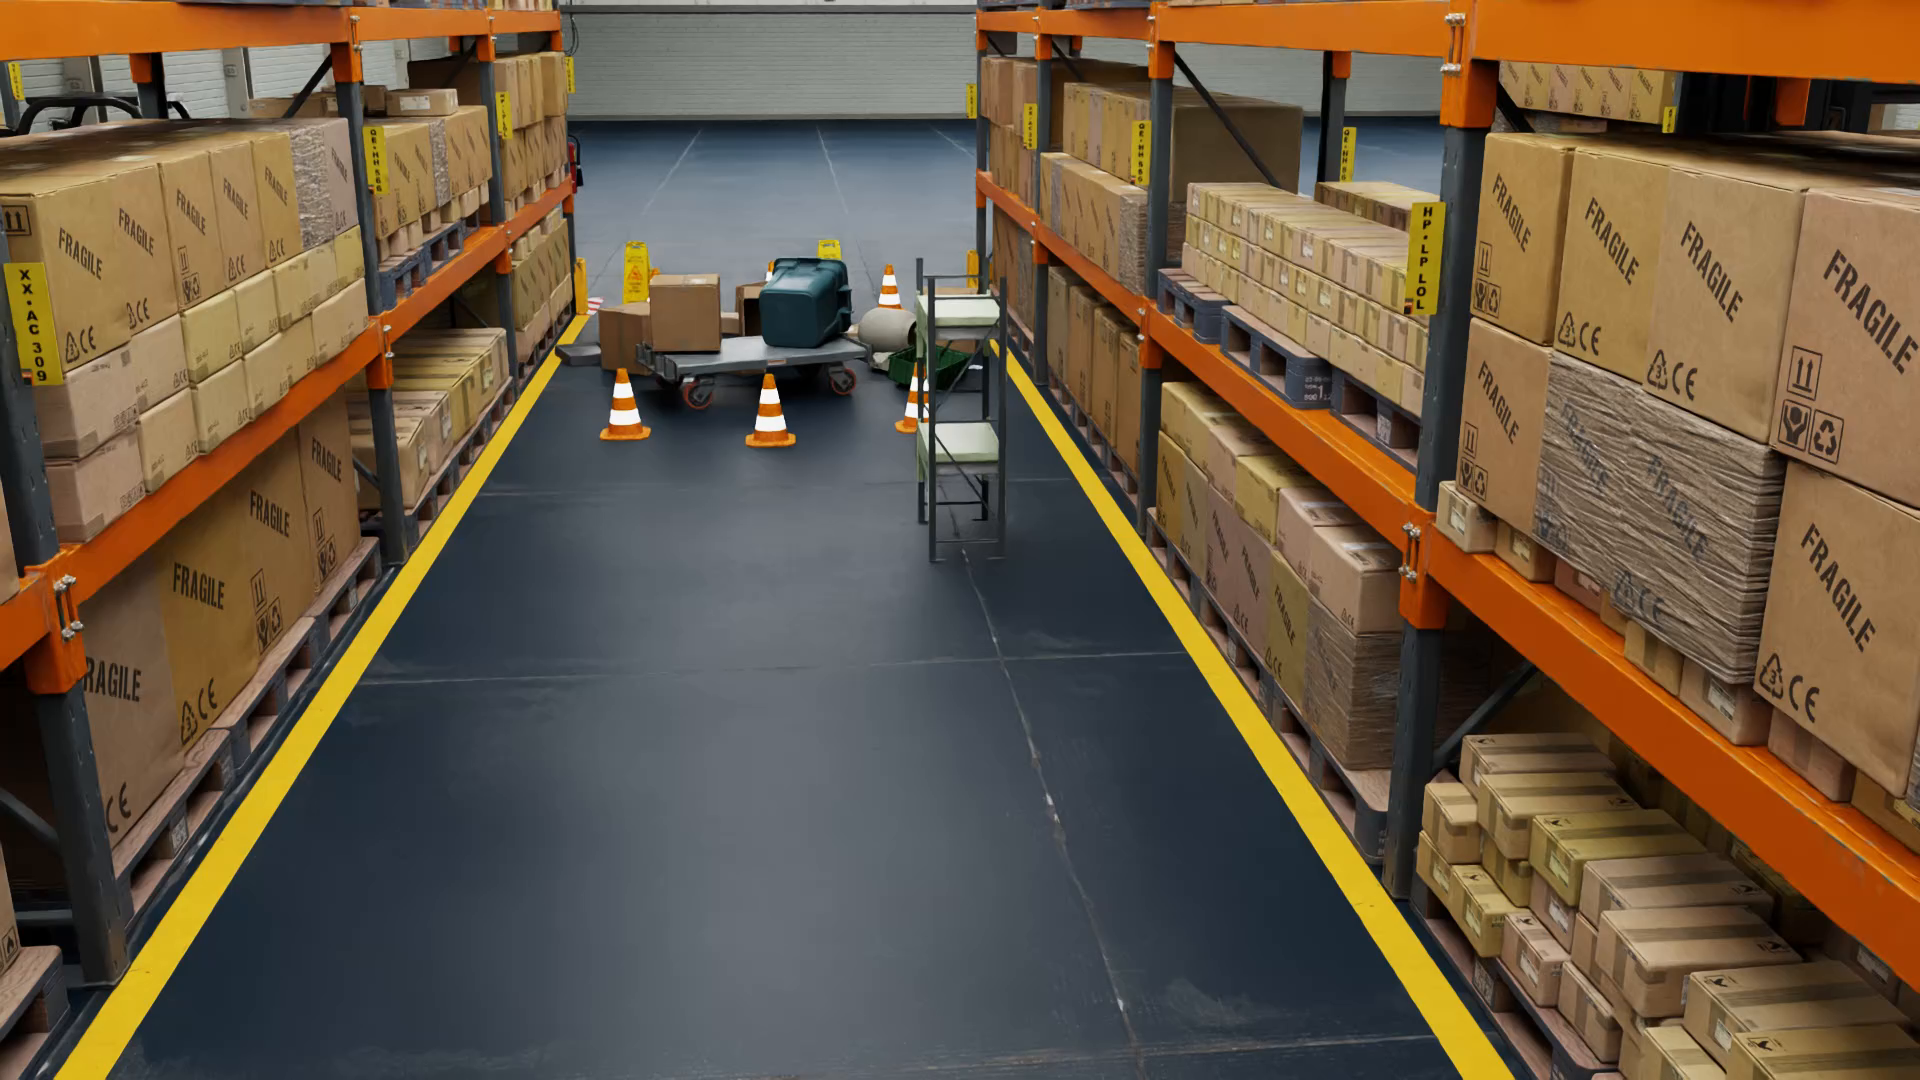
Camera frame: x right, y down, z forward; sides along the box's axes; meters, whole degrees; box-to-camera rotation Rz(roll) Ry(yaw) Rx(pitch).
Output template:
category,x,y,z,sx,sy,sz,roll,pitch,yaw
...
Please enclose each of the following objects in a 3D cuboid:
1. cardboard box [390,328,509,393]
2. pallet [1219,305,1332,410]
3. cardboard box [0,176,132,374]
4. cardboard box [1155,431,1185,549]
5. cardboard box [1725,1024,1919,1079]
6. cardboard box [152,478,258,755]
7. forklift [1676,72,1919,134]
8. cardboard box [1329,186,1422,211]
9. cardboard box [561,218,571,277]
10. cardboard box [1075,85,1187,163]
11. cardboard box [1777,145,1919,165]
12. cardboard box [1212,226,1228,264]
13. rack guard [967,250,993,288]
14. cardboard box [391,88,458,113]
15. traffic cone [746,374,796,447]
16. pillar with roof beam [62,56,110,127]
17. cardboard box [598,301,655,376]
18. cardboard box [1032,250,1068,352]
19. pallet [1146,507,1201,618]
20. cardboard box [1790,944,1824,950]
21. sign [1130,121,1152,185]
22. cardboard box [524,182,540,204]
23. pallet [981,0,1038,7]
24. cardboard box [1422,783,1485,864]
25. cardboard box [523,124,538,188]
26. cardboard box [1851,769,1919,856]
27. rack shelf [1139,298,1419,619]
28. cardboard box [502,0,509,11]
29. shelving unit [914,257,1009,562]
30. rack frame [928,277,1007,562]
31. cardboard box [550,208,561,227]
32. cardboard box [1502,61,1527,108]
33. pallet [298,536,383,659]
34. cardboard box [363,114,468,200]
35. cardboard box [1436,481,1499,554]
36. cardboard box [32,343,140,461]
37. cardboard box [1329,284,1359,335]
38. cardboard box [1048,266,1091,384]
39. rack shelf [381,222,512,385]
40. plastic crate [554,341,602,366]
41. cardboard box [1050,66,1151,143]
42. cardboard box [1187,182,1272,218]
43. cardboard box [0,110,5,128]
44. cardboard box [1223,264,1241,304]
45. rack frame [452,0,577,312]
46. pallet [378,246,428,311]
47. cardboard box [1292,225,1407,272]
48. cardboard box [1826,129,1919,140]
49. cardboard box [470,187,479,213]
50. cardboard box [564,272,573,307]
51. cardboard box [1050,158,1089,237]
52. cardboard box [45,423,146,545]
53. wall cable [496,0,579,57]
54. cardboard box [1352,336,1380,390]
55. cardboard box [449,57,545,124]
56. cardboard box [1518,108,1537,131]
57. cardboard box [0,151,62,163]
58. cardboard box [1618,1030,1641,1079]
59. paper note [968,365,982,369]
category,x,y,z,sx,sy,sz,roll,pitch,yaw
cardboard box,-3.777,-1.276,11.920,0.950,0.372,0.625,-2,17,-5
pallet,1.737,-0.797,7.028,1.003,0.211,1.213,-2,18,-6
cardboard box,-2.768,-0.767,4.776,0.500,0.500,0.500,-2,17,-5
cardboard box,1.312,-0.266,8.489,0.500,0.500,0.500,-3,18,-8
cardboard box,1.870,1.166,3.520,0.380,0.149,0.250,-2,18,-5
cardboard box,-3.253,0.260,6.187,0.875,0.875,0.875,-1,17,-4
forklift,4.886,-1.640,9.507,3.031,2.935,1.130,-3,18,-9
cardboard box,2.023,-1.635,8.101,0.380,0.149,0.250,-2,18,-6
cardboard box,-3.904,-2.693,15.385,0.500,0.500,0.500,-2,18,-5
cardboard box,1.192,-2.893,11.547,0.700,0.500,0.500,-2,18,-7
cardboard box,2.281,-0.666,3.959,0.500,0.500,0.500,-2,18,-7
cardboard box,1.403,-1.389,7.815,0.380,0.149,0.250,-2,18,-7
rack guard,0.665,-2.675,16.863,1.175,0.500,0.348,-2,18,-6
cardboard box,-3.477,-2.850,10.799,0.380,0.149,0.250,-2,18,-7
traffic cone,-1.288,-0.894,11.251,0.336,0.463,0.334,-2,18,-6
pillar with roof beam,-6.344,-8.071,19.860,9.100,9.000,0.400,-2,18,-6
cardboard box,-2.590,-1.656,13.612,0.500,0.500,0.500,11,21,32
cardboard box,1.085,-2.045,13.529,0.875,0.875,0.875,-2,17,-5
pallet,1.572,0.086,8.550,1.003,0.211,1.213,-2,18,-6
cardboard box,2.267,1.054,4.374,0.380,0.149,0.250,-2,18,-5
sign,0.941,-2.011,8.643,0.100,0.325,0.005,-2,18,-6
cardboard box,-3.669,-2.851,13.670,0.380,0.149,0.250,-2,18,-5
pallet,0.754,-5.029,15.327,1.003,0.211,1.213,-2,18,-6
cardboard box,1.624,0.851,5.022,0.380,0.149,0.250,-1,17,-3
cardboard box,-3.715,-3.114,13.424,0.500,0.500,0.500,-2,18,-6
cardboard box,1.914,0.473,3.082,0.380,0.149,0.250,-1,17,-5
rack shelf,1.699,-0.538,7.084,1.077,0.370,4.000,-2,18,-6
cardboard box,-3.731,-4.203,12.970,0.380,0.149,0.250,-2,18,-7
shelving unit,-0.001,-0.718,8.959,0.431,1.500,0.755,-2,18,-6
rack frame,0.037,-0.609,8.611,0.400,1.500,0.023,-2,18,-6
cardboard box,-3.799,-2.895,14.946,0.380,0.149,0.250,-1,17,-4
cardboard box,5.441,-4.329,15.625,0.500,0.500,0.500,-2,18,-6
pallet,-3.414,0.274,7.953,1.003,0.211,1.213,-2,18,-6
cardboard box,-3.458,-2.444,10.588,0.500,0.500,0.500,-1,17,-4
cardboard box,1.609,-0.071,4.814,0.380,0.149,0.250,-1,17,-4
cardboard box,-2.773,-0.409,4.888,0.500,0.250,0.500,-2,18,-7
cardboard box,1.584,-0.854,6.111,0.380,0.149,0.250,-2,18,-7
cardboard box,1.233,-1.614,12.364,1.050,0.750,0.750,-2,18,-6
rack shelf,-3.627,-1.547,10.297,1.077,0.370,4.000,-2,18,-6
plastic crate,-3.180,-1.586,14.095,0.402,0.080,0.583,-8,19,-25
cardboard box,1.076,-3.366,12.839,0.875,0.550,0.550,-2,18,-6
cardboard box,1.348,-1.696,8.298,0.380,0.149,0.250,-2,18,-6
cardboard box,-8.868,-3.786,14.977,0.380,0.149,0.250,-2,17,-5
cardboard box,1.423,-1.177,7.638,0.380,0.149,0.250,-1,17,-3
rack frame,-4.246,-3.677,15.883,1.000,3.000,0.127,-2,18,-6
pallet,-3.600,-1.411,8.985,1.213,0.211,1.003,-2,18,-6
cardboard box,1.536,-1.152,6.562,0.380,0.149,0.250,-3,18,-8
cardboard box,6.294,-2.528,11.348,0.797,0.503,0.637,0,17,0
cardboard box,-3.434,-2.267,11.107,0.380,0.149,0.250,-2,18,-7
cardboard box,-3.892,-2.326,15.468,0.500,0.250,0.500,-2,18,-6
cardboard box,0.919,-2.401,11.650,0.500,0.500,0.500,-2,18,-5
cardboard box,-2.791,-0.170,4.961,0.500,0.250,0.500,-2,18,-7
wall cable,-12.090,-14.525,45.604,3.097,2.526,0.112,-2,18,-6
cardboard box,1.616,-0.630,5.893,0.380,0.149,0.250,-2,18,-6
cardboard box,-3.719,-3.593,13.283,0.700,0.500,0.500,-2,18,-7
cardboard box,5.812,-3.863,15.811,0.875,0.500,0.500,-2,18,-6
cardboard box,-3.398,-1.058,5.703,0.500,0.500,0.500,-1,17,-4
cardboard box,1.866,1.298,4.094,0.380,0.149,0.250,-3,18,-8
paper note,0.110,-1.425,13.663,0.142,0.020,0.147,16,24,42
